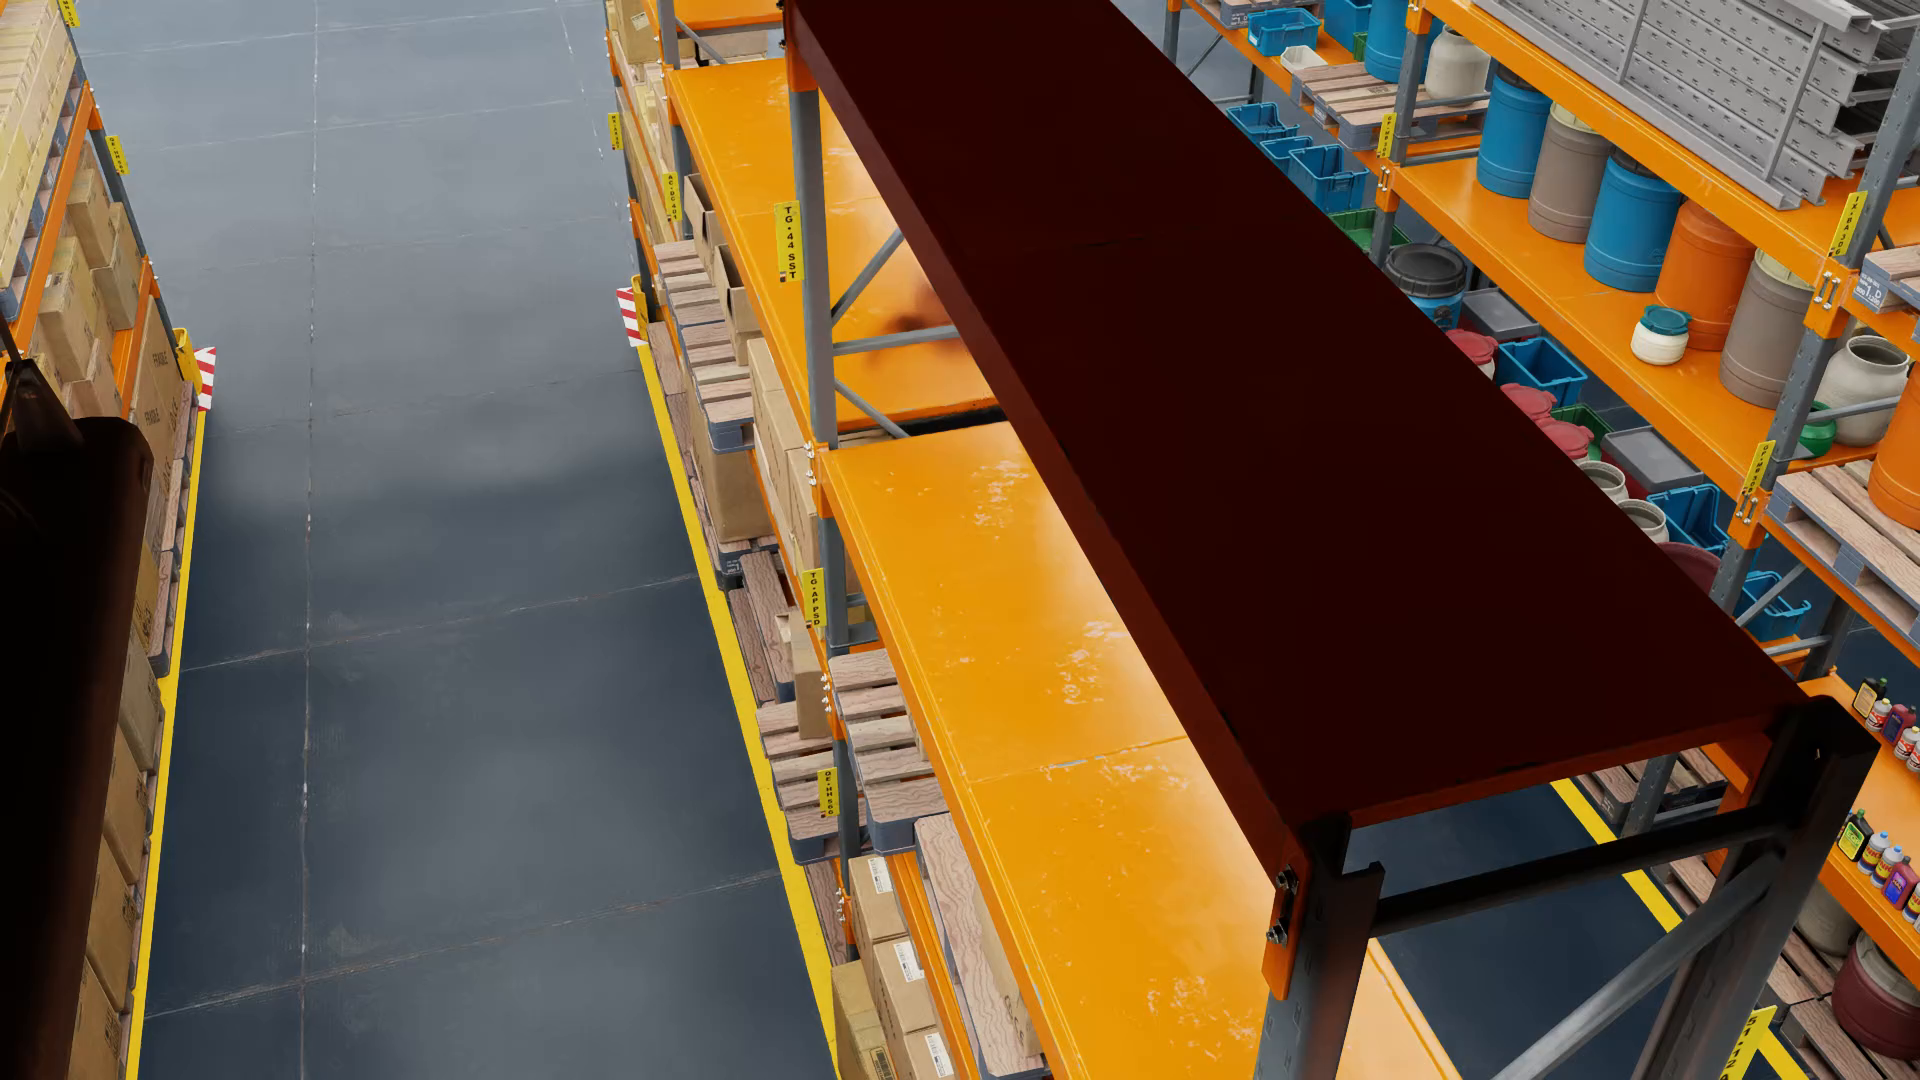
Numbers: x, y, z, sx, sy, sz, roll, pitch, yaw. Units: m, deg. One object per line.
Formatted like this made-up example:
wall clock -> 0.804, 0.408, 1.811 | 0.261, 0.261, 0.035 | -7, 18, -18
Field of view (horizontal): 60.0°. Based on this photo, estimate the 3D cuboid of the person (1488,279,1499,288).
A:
person -> 4.689, -2.305, 14.415 | 0.588, 1.701, 0.797 | -6, 39, -8
